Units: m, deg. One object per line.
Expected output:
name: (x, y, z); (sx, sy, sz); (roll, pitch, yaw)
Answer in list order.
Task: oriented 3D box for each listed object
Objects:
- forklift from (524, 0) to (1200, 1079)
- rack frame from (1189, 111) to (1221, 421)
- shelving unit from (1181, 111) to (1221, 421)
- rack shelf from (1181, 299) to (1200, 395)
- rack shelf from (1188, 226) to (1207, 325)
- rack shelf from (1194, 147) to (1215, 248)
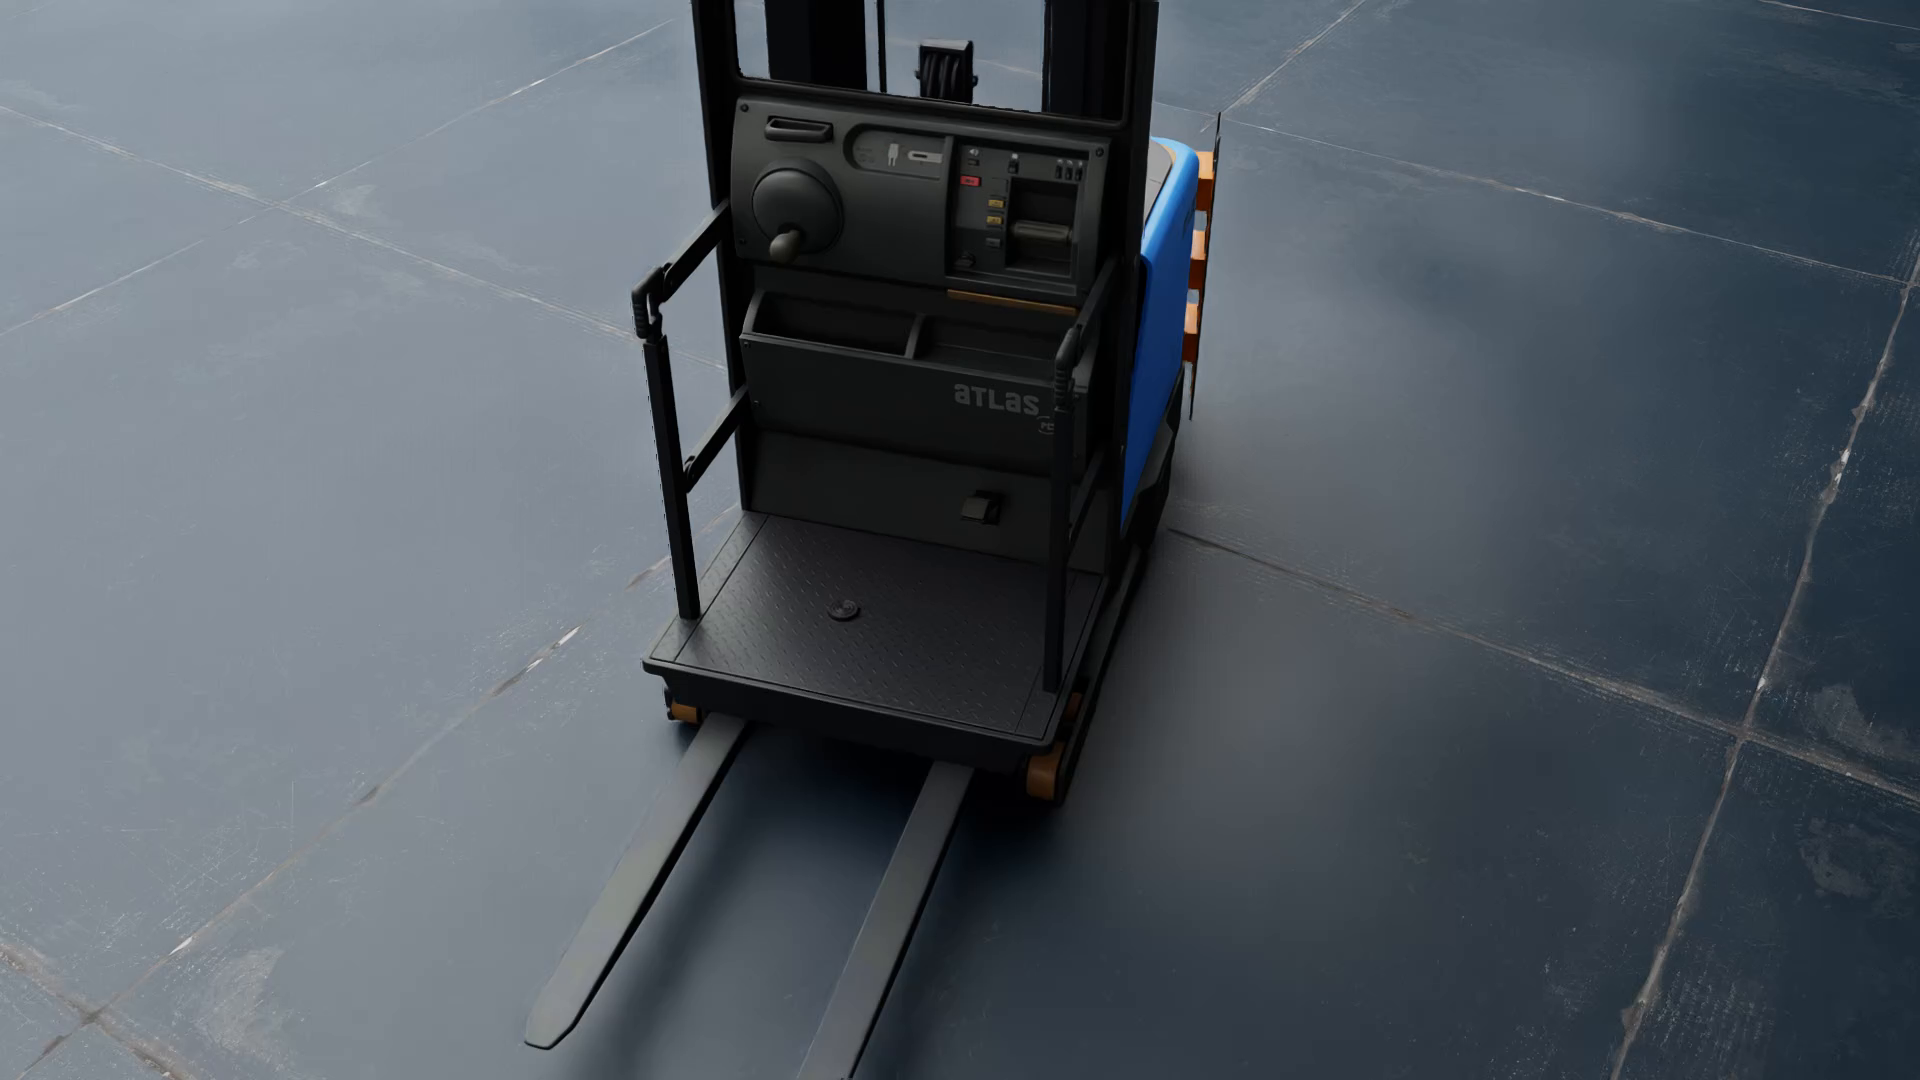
forklift: (-0.167, -0.751, 3.823); (1.130, 2.935, 3.031); (10, 39, 13)
rack frame: (0.815, -0.892, 5.547); (0.008, 1.050, 0.200); (5, 38, 6)
shelving unit: (0.694, -0.901, 5.559); (0.252, 1.050, 0.215); (5, 38, 6)
rack shelf: (0.694, -0.673, 5.735); (0.240, 0.259, 0.215); (5, 38, 6)
rack shelf: (0.694, -0.893, 5.566); (0.240, 0.259, 0.215); (5, 38, 6)
rack shelf: (0.694, -1.118, 5.392); (0.240, 0.259, 0.215); (5, 38, 6)
